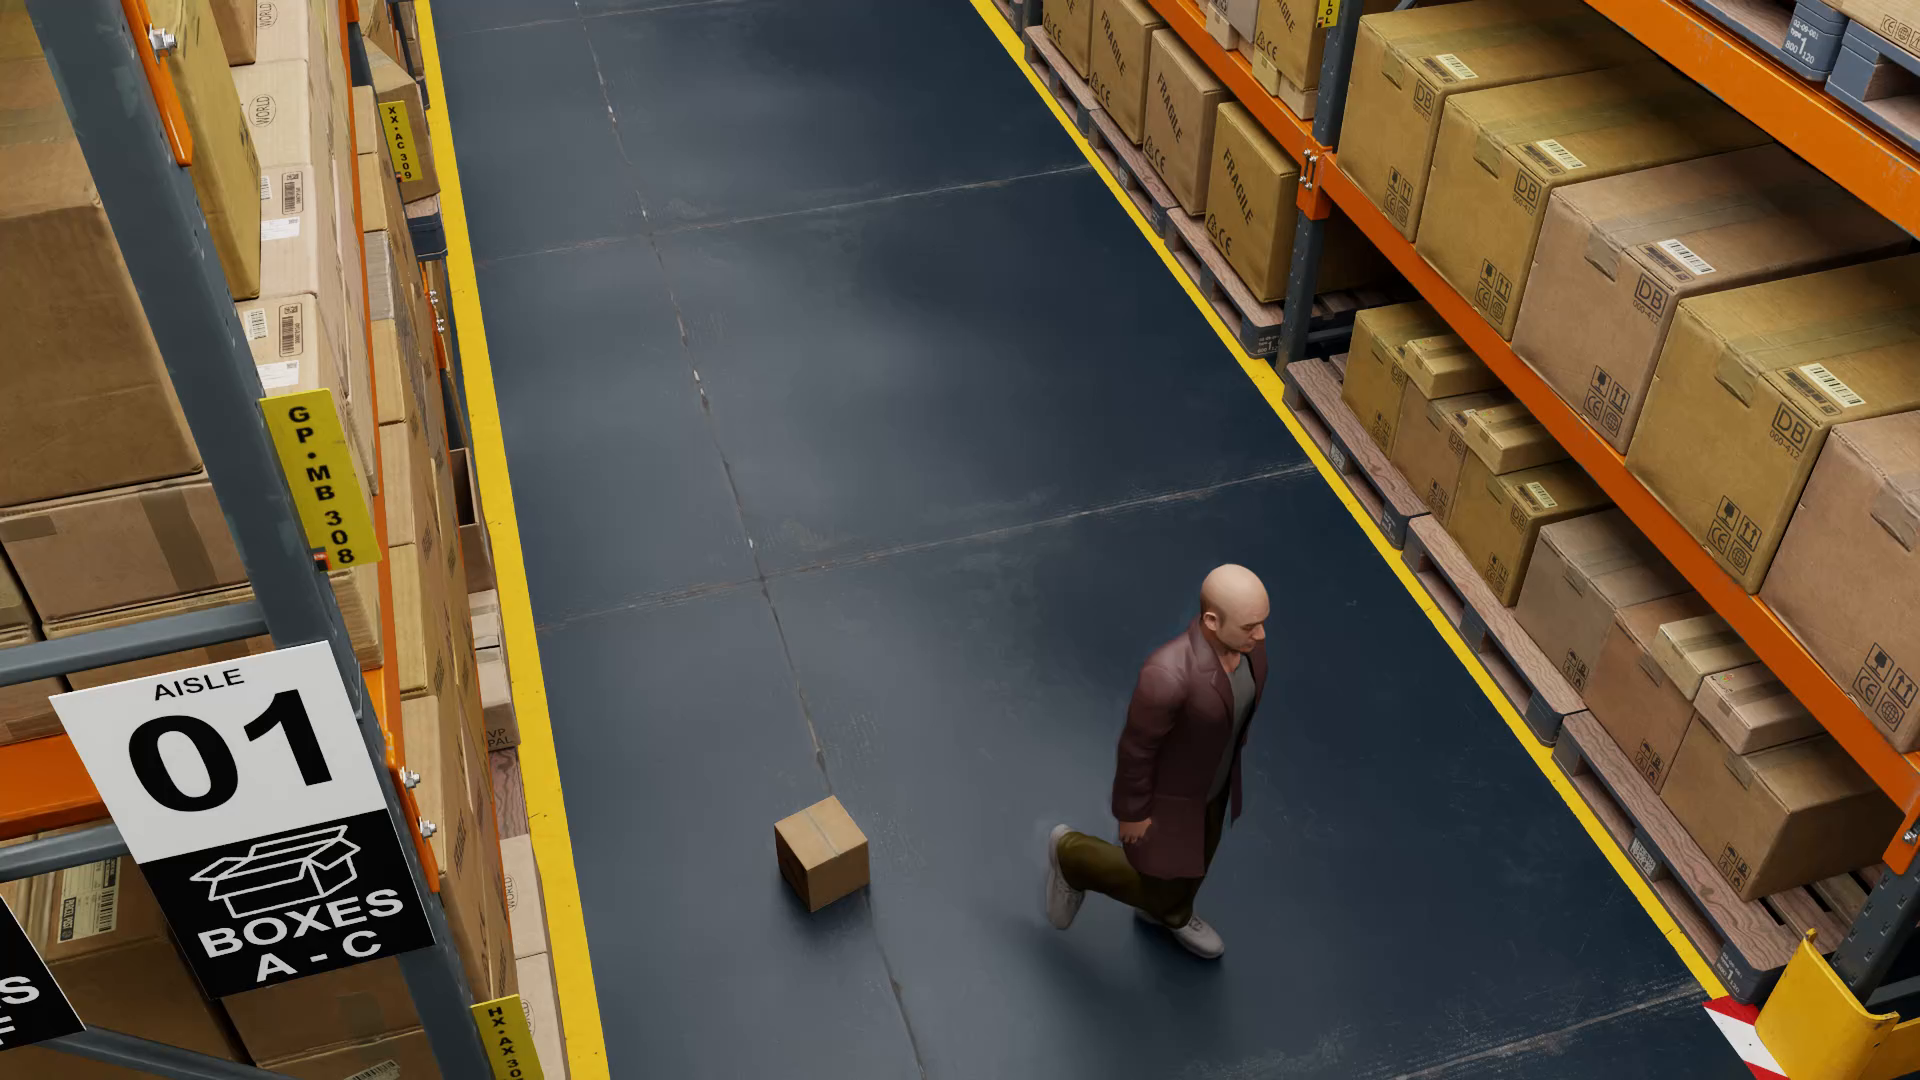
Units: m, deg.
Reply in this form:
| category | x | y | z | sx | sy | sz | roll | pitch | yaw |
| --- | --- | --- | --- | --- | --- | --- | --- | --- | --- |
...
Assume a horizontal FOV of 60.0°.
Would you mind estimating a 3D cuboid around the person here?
| category | x | y | z | sx | sy | sz | roll | pitch | yaw |
| --- | --- | --- | --- | --- | --- | --- | --- | --- | --- |
| person | 0.628 | 0.703 | 5.334 | 0.636 | 1.770 | 0.602 | 31 | 50 | 30 |
